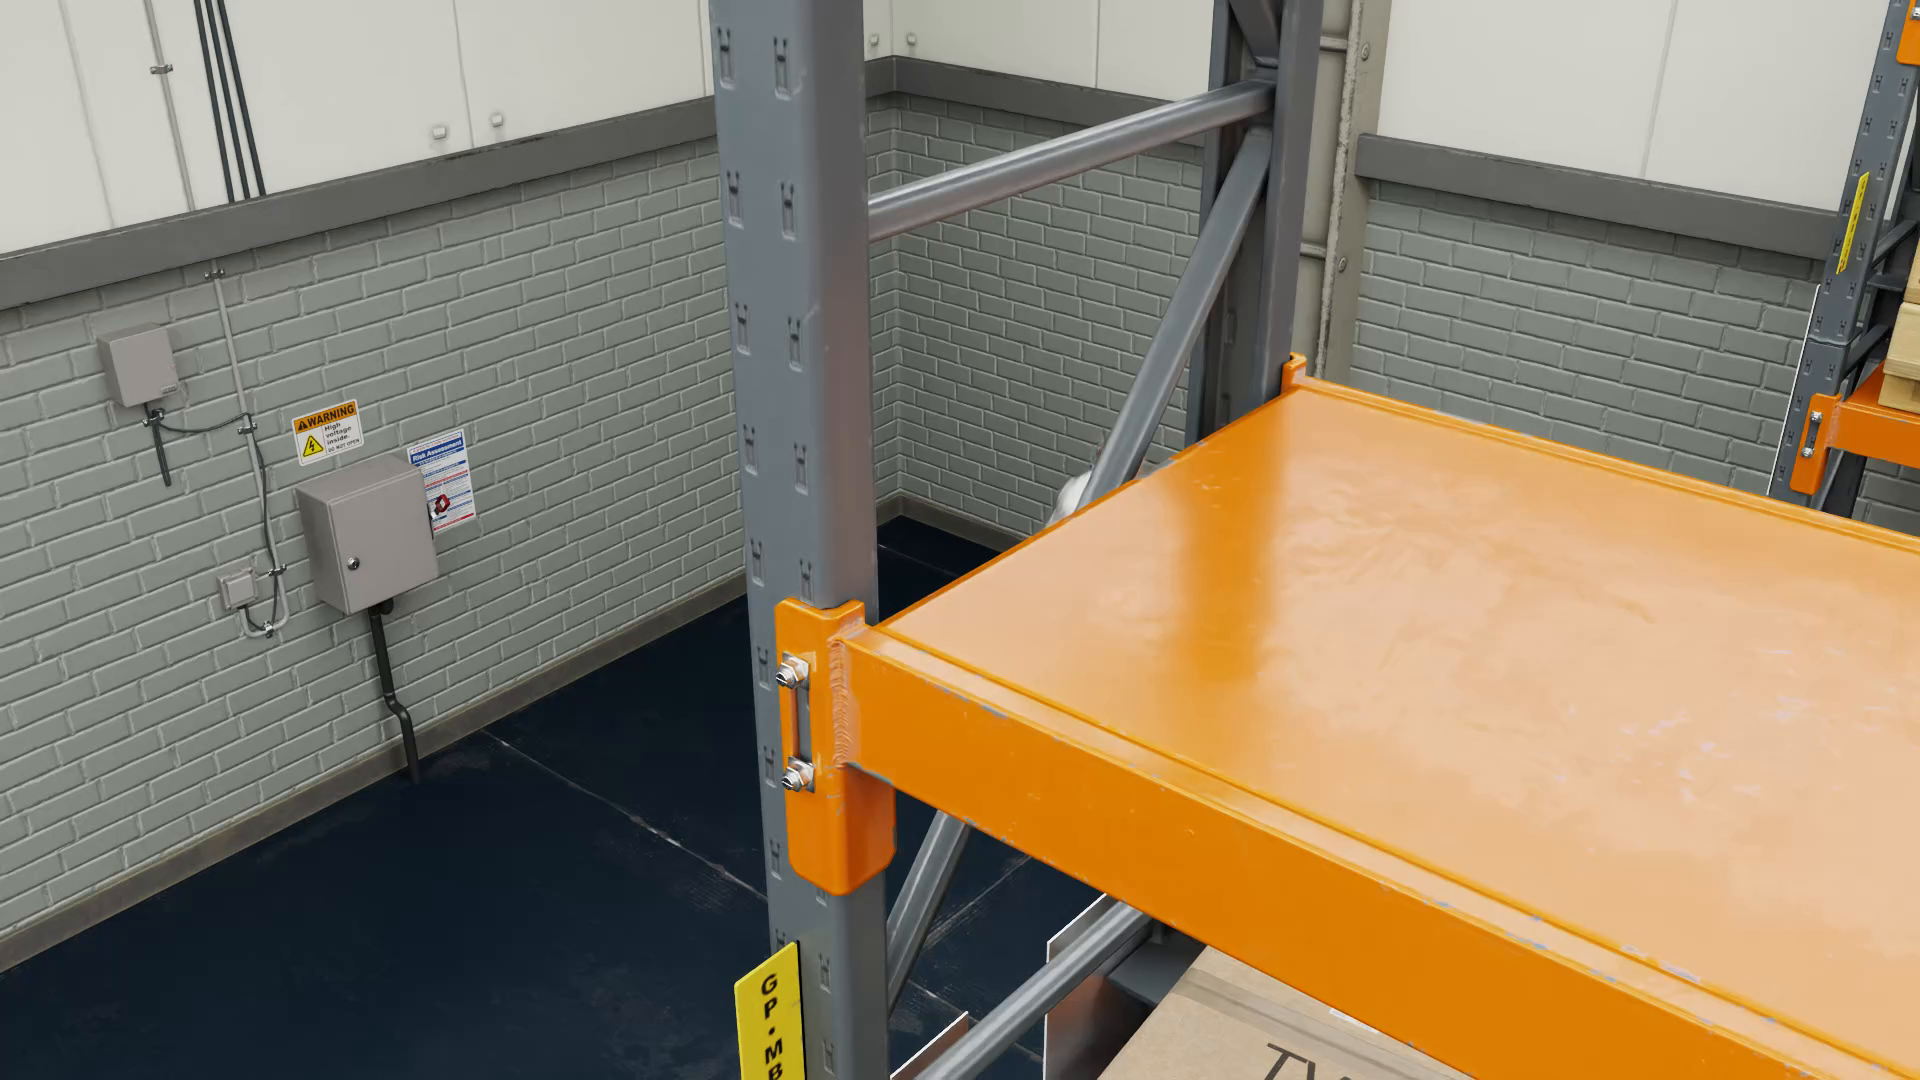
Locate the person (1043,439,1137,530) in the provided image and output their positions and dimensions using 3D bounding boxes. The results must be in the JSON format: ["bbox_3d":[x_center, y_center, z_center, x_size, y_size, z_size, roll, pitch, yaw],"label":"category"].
[{"bbox_3d":[0.669,0.231,8.680,0.616,1.721,0.534,20,33,34],"label":"person"}]
